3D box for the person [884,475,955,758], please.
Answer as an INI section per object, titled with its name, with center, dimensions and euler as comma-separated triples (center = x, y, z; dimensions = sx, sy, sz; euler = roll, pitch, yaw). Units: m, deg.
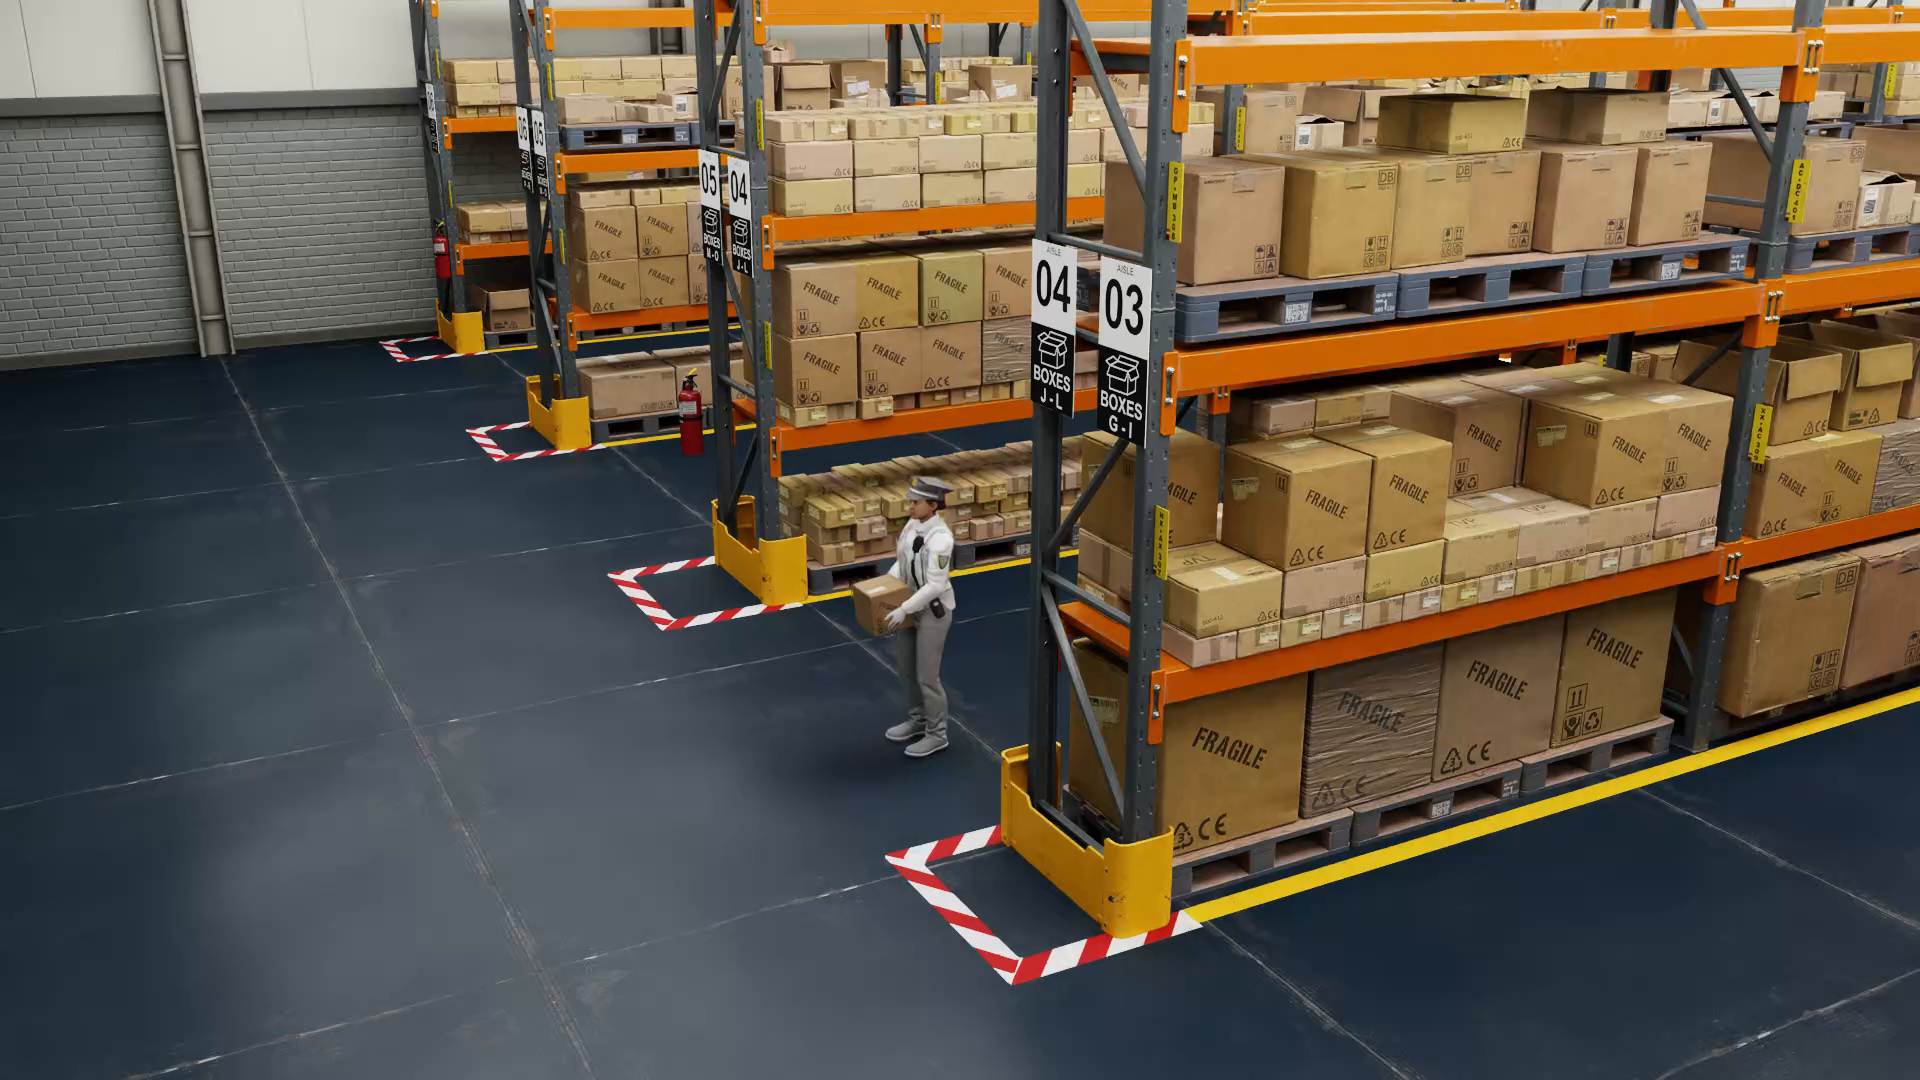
[person]
center = -0.278, 0.434, 9.721
dimensions = 0.489, 1.692, 0.489
euler = -10, 21, -27
